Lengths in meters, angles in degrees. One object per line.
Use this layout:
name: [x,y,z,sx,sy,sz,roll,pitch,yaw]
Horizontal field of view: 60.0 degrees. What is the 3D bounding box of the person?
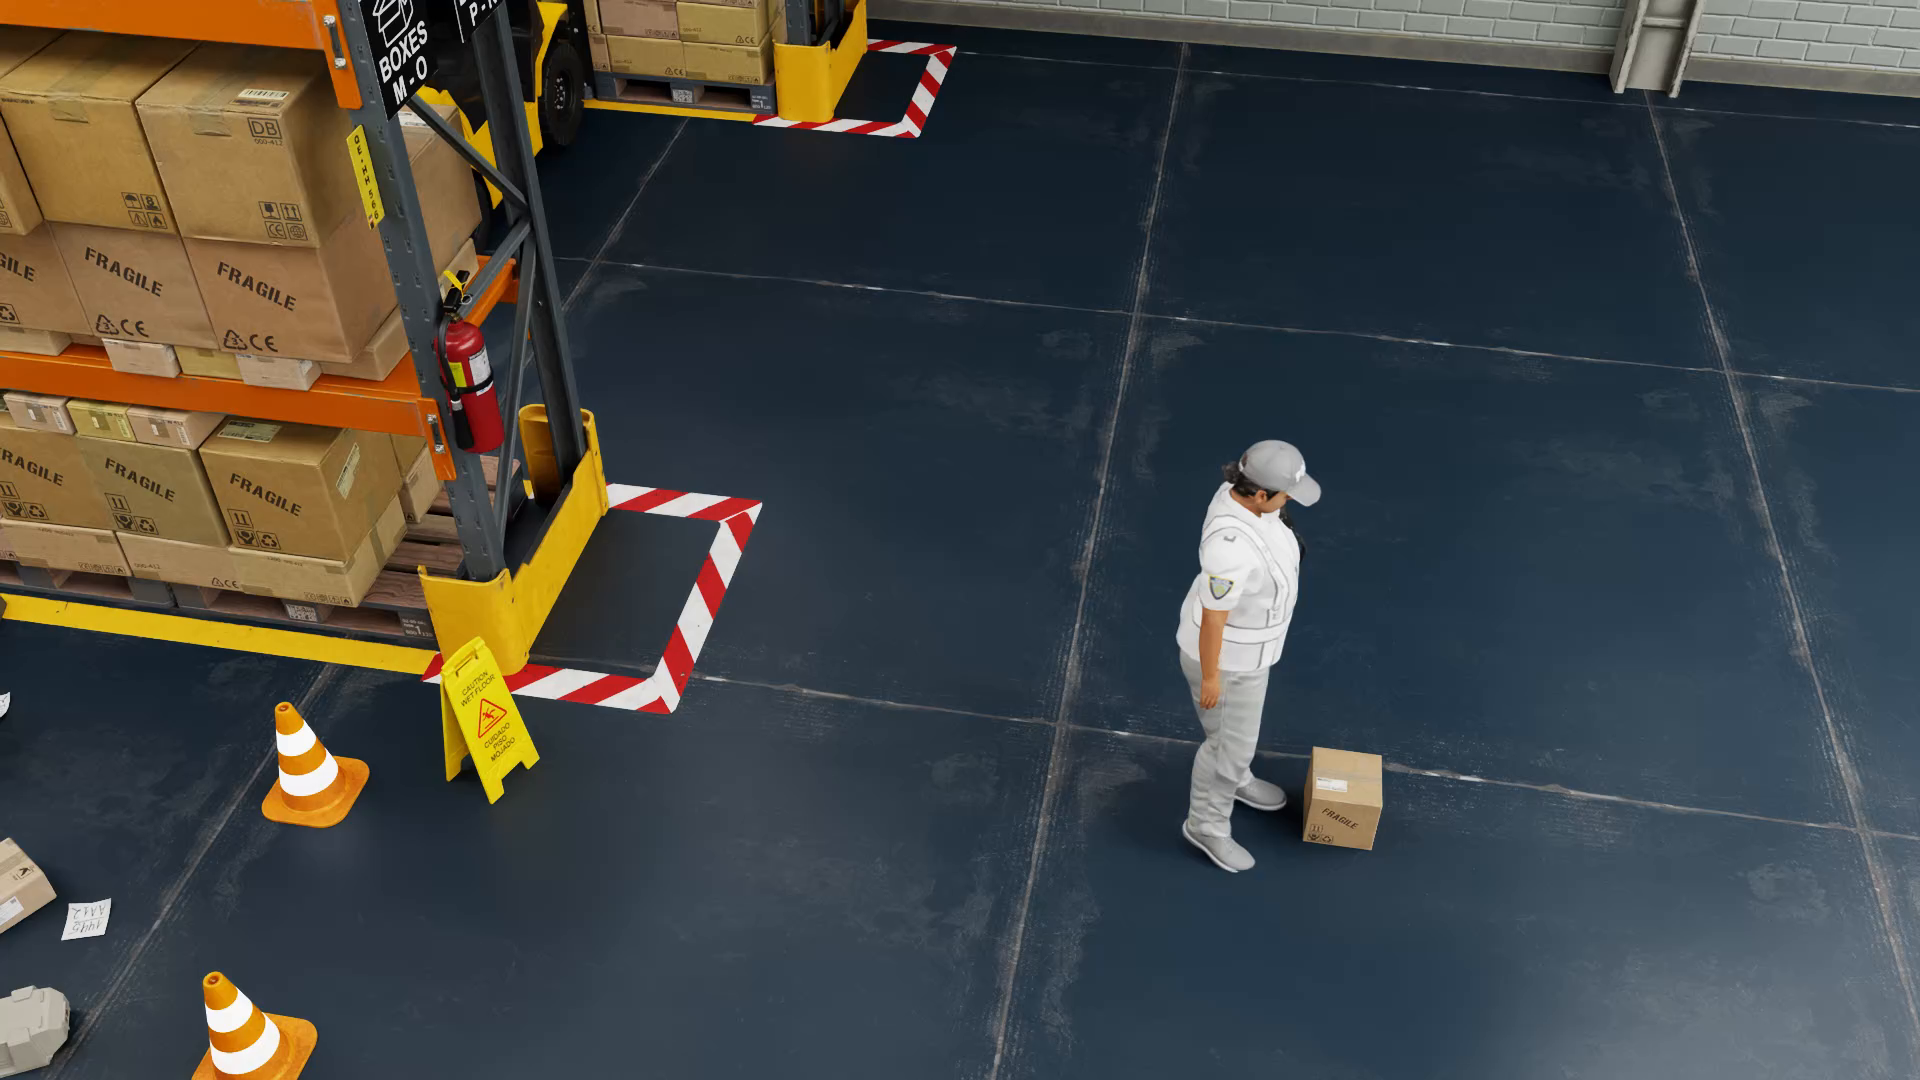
person: [0.976,0.391,5.715,0.476,1.706,0.561,10,42,11]
